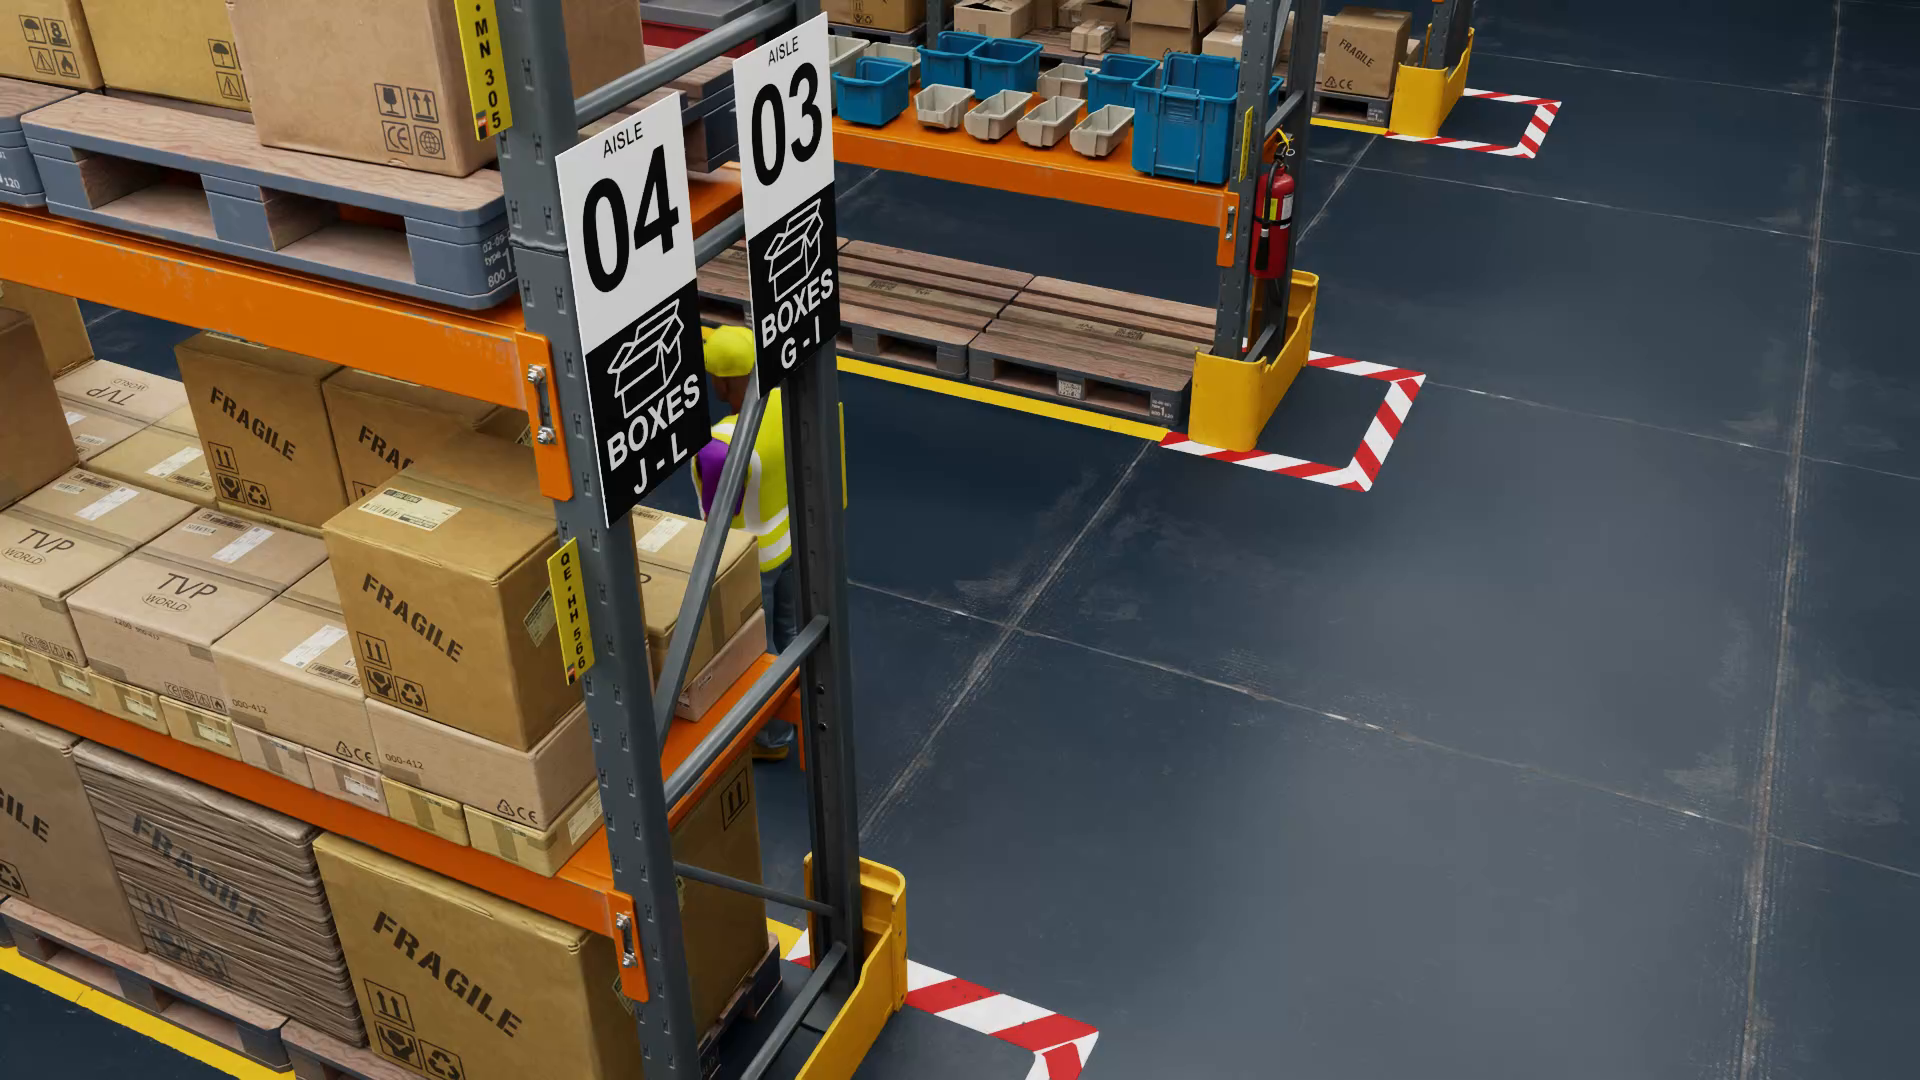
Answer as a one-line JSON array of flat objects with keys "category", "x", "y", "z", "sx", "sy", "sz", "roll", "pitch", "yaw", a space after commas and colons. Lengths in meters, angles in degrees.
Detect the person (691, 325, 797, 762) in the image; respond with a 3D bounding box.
[{"category": "person", "x": -0.757, "y": 0.028, "z": 6.070, "sx": 0.355, "sy": 1.770, "sz": 0.576, "roll": 16, "pitch": 37, "yaw": 22}]
